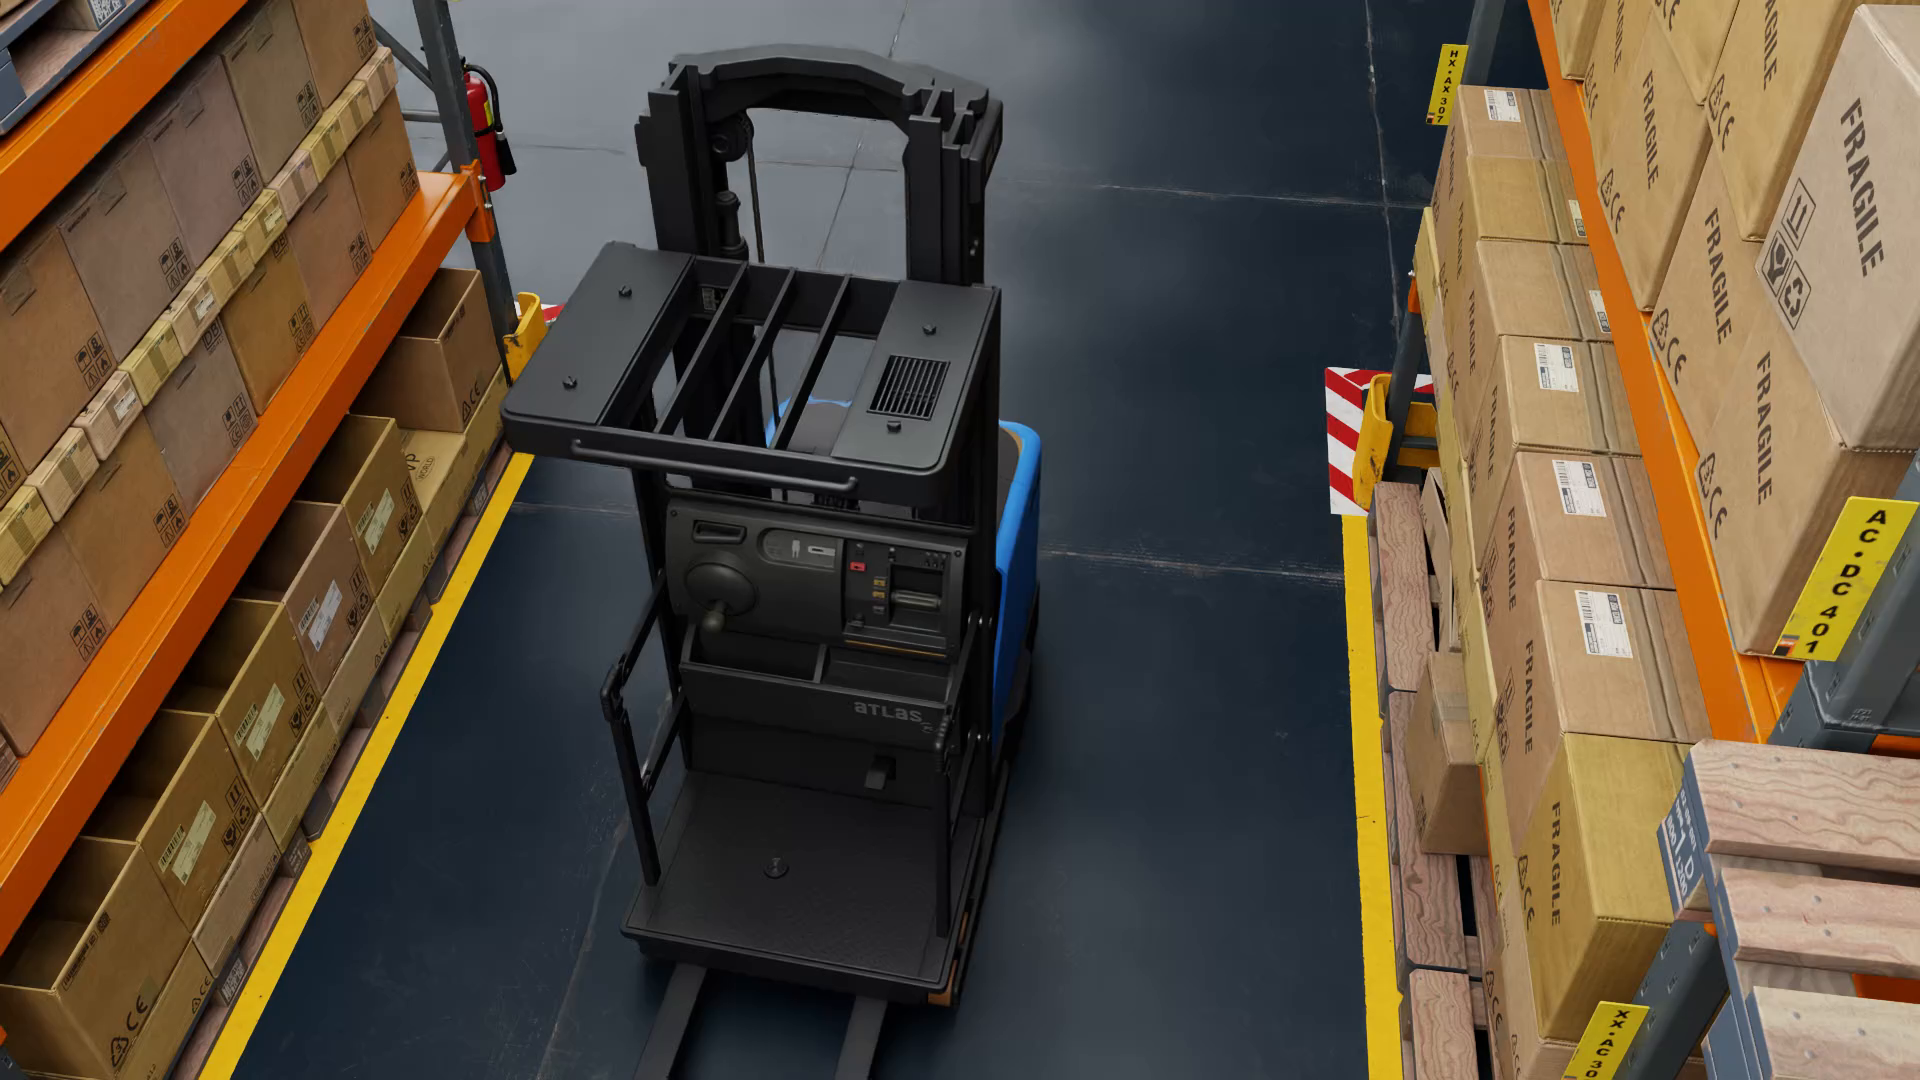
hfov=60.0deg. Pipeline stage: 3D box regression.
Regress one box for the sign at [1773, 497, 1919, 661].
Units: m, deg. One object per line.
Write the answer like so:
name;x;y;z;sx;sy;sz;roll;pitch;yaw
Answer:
sign;1.300;0.063;2.444;0.100;0.325;0.005;5;44;6

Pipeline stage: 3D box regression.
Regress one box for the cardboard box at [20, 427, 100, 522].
cardboard box;-2.710;-0.198;4.733;0.380;0.149;0.250;4;44;4

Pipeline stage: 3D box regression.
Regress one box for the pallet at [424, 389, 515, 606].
pallet;-2.602;-0.253;7.363;1.003;0.211;1.213;5;44;6

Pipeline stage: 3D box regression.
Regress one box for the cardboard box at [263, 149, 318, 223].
cardboard box;-2.507;-1.260;5.855;0.380;0.149;0.250;6;44;6

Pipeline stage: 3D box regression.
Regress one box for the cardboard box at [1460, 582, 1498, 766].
cardboard box;1.727;0.398;4.743;0.500;0.250;0.500;5;44;5

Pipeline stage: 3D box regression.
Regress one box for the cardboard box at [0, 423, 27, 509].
cardboard box;-2.954;-0.219;4.283;0.700;0.500;0.500;5;44;5

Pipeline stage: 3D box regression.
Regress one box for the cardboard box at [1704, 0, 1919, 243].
cardboard box;1.699;-0.855;2.975;0.500;0.500;0.500;7;44;8

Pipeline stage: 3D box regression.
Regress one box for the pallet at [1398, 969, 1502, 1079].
pallet;1.893;1.935;5.052;1.003;0.211;1.213;5;44;6

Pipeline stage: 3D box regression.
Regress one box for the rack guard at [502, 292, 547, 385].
rack guard;-2.539;-0.899;7.836;1.175;0.500;0.348;5;44;6

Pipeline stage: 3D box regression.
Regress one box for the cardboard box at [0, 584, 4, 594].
cardboard box;-2.778;0.151;4.364;0.380;0.149;0.250;4;44;4

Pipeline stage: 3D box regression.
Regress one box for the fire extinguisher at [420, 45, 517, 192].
fire extinguisher;-2.067;-1.800;7.026;0.296;0.674;0.183;5;44;6

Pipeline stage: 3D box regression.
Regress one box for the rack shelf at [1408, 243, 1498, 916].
rack shelf;2.104;0.282;5.294;1.077;0.370;4.000;5;44;6

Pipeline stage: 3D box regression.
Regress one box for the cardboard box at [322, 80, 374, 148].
cardboard box;-2.438;-1.606;6.220;0.380;0.149;0.250;6;44;7

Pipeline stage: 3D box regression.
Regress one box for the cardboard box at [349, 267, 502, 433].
cardboard box;-2.319;-0.824;7.087;0.500;0.500;0.500;5;44;6

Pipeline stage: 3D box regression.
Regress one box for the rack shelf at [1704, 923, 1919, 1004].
rack shelf;1.575;1.919;1.383;1.077;0.370;4.000;5;44;6

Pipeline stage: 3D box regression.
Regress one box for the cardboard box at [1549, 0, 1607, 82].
cardboard box;1.905;-1.553;4.439;0.500;0.500;0.500;7;44;7

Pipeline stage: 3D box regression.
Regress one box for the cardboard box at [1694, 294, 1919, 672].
cardboard box;1.661;-0.117;2.923;0.500;0.500;0.500;6;44;7

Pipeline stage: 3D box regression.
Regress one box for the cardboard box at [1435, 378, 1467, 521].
cardboard box;1.861;-0.290;5.469;0.500;0.250;0.500;5;44;5

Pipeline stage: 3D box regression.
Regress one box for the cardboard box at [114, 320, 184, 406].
cardboard box;-2.643;-0.557;5.112;0.380;0.149;0.250;5;44;5

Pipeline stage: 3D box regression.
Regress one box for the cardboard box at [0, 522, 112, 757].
cardboard box;-2.956;0.237;4.746;0.700;0.500;0.500;5;44;5

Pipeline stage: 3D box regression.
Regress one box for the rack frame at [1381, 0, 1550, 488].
rack frame;2.368;-1.342;6.486;1.000;3.000;0.127;5;44;6

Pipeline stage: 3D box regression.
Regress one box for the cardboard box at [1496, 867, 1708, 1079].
cardboard box;1.601;1.081;4.022;0.500;0.250;0.500;5;44;6

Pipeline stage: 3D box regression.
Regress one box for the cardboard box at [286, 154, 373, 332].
cardboard box;-2.682;-1.151;6.211;0.700;0.500;0.500;6;44;7

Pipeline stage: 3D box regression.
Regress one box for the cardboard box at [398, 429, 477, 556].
cardboard box;-2.375;-0.210;6.984;0.500;0.250;0.500;5;44;6

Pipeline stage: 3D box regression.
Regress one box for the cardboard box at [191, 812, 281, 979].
cardboard box;-2.638;1.153;5.545;0.500;0.250;0.500;5;44;6

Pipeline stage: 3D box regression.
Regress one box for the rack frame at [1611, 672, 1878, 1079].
rack frame;1.839;1.384;3.607;1.000;3.000;0.127;5;44;6

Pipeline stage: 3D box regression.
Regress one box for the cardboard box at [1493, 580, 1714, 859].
cardboard box;1.656;0.468;4.124;0.500;0.500;0.500;5;44;5

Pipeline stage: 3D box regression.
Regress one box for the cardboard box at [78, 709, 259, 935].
cardboard box;-2.642;0.881;5.287;0.500;0.500;0.500;5;44;6

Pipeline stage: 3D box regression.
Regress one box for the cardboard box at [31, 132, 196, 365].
cardboard box;-2.820;-0.900;5.003;0.700;0.500;0.500;5;44;6

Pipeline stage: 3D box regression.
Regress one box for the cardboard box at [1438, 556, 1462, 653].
cardboard box;2.112;0.326;6.359;0.500;0.311;0.500;9;44;9

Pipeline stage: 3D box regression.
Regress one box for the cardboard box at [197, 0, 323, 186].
cardboard box;-2.688;-1.585;5.726;0.700;0.500;0.500;4;44;4

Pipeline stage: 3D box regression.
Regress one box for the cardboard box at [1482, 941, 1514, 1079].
cardboard box;1.937;1.421;5.066;0.500;0.500;0.500;2;43;2

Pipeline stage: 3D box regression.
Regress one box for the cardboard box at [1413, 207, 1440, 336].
cardboard box;1.989;-0.991;6.210;0.500;0.250;0.500;4;44;4

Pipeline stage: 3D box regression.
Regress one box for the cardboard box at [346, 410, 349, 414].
cardboard box;-2.834;-0.599;7.395;0.500;0.250;0.500;5;44;6

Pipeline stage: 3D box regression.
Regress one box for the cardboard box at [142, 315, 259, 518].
cardboard box;-2.819;-0.454;5.475;0.700;0.500;0.500;6;44;7

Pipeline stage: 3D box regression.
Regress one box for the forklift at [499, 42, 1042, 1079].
forklift;-0.484;0.215;4.891;1.130;2.935;3.031;8;44;8

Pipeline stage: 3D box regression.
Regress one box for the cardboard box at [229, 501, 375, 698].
cardboard box;-2.504;0.200;6.007;0.500;0.500;0.500;5;44;6

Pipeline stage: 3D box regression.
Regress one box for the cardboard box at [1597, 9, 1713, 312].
cardboard box;1.776;-0.840;3.687;0.500;0.500;0.500;4;44;4

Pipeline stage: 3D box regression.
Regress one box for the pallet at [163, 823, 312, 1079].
pallet;-2.925;1.410;5.607;1.003;0.211;1.213;5;44;6

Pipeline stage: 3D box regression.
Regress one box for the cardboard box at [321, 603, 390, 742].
cardboard box;-2.507;0.472;6.265;0.500;0.250;0.500;5;44;6

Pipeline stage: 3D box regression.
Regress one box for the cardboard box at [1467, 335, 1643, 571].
cardboard box;1.801;-0.229;4.859;0.500;0.500;0.500;6;44;7

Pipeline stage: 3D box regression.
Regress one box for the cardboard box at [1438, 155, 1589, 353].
cardboard box;1.932;-0.933;5.603;0.500;0.500;0.500;5;44;6

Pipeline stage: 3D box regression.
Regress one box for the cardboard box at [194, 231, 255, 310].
cardboard box;-2.574;-0.902;5.476;0.380;0.149;0.250;6;44;7
